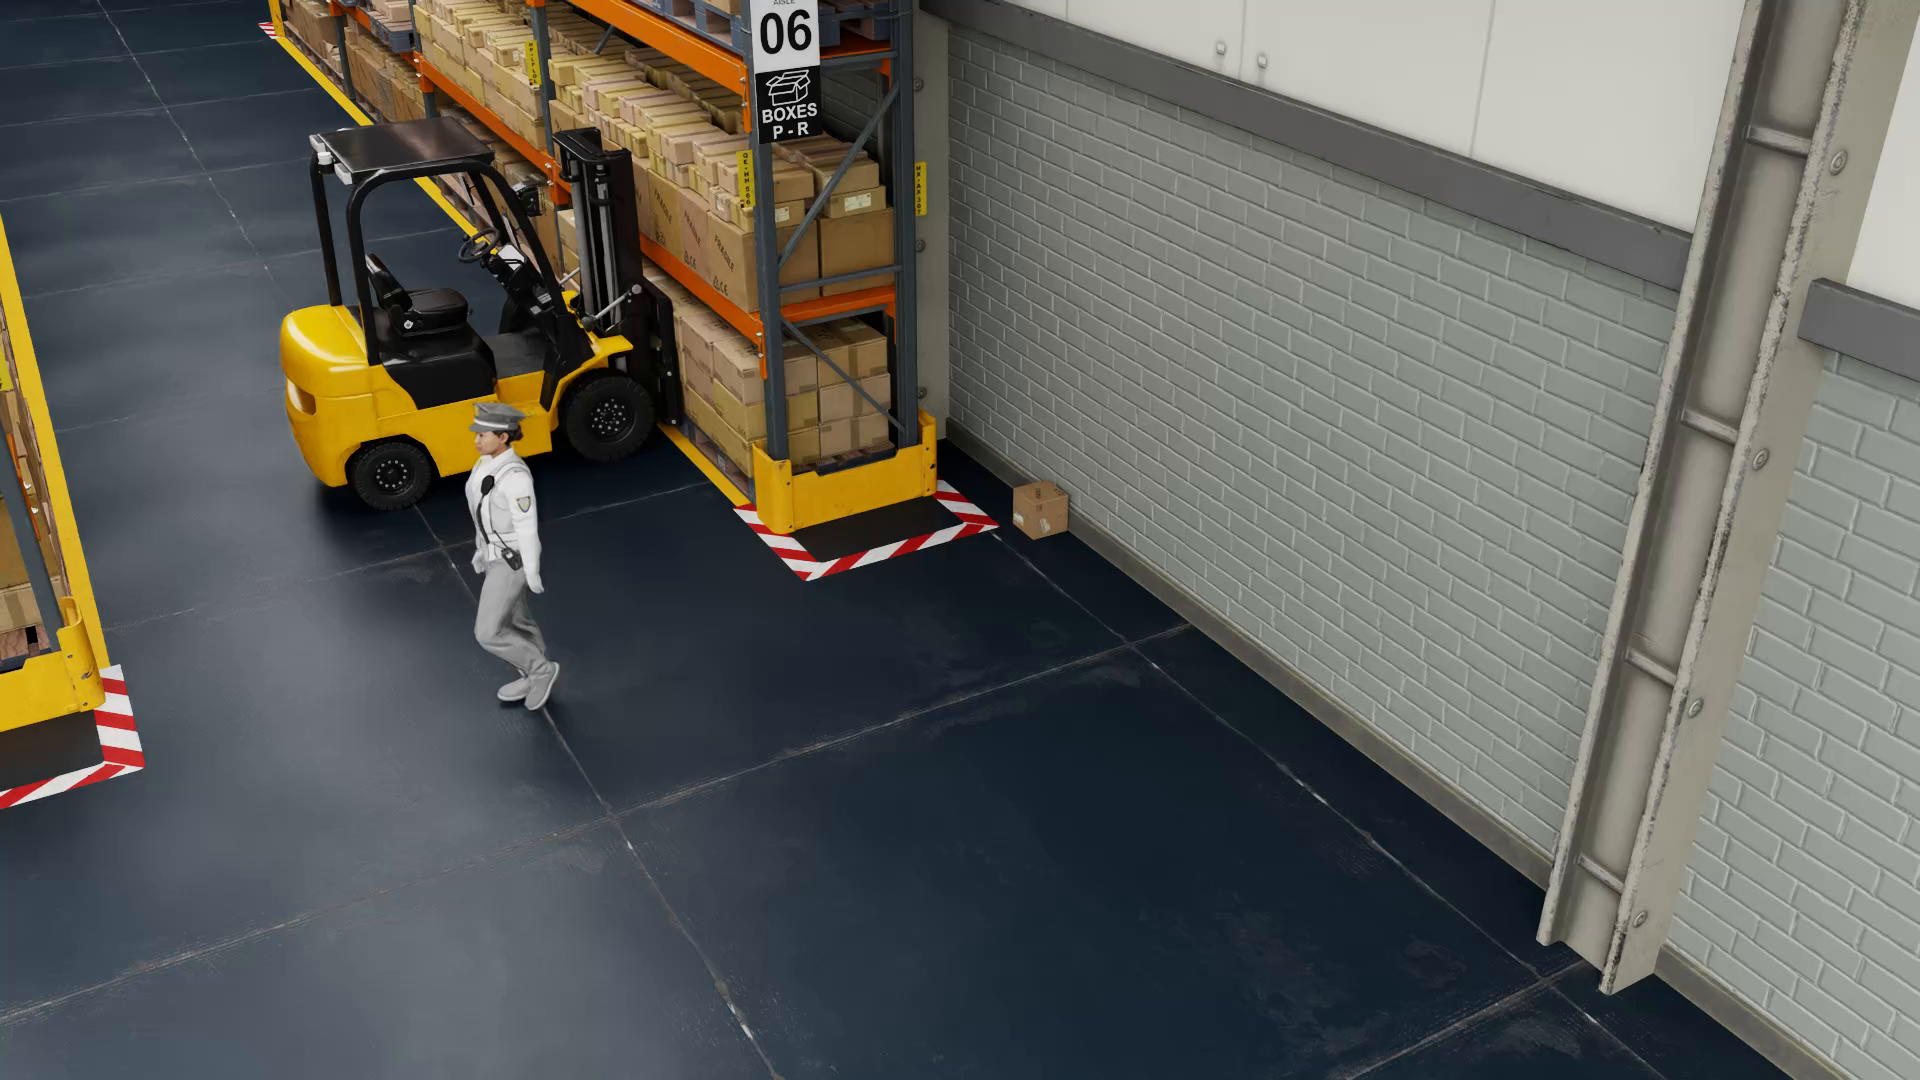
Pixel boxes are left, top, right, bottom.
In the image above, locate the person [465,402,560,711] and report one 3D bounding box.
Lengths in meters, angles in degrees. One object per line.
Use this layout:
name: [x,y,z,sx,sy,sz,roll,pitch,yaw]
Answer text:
person: [-2.292,0.095,8.320,0.433,1.697,0.483,-15,33,-25]
